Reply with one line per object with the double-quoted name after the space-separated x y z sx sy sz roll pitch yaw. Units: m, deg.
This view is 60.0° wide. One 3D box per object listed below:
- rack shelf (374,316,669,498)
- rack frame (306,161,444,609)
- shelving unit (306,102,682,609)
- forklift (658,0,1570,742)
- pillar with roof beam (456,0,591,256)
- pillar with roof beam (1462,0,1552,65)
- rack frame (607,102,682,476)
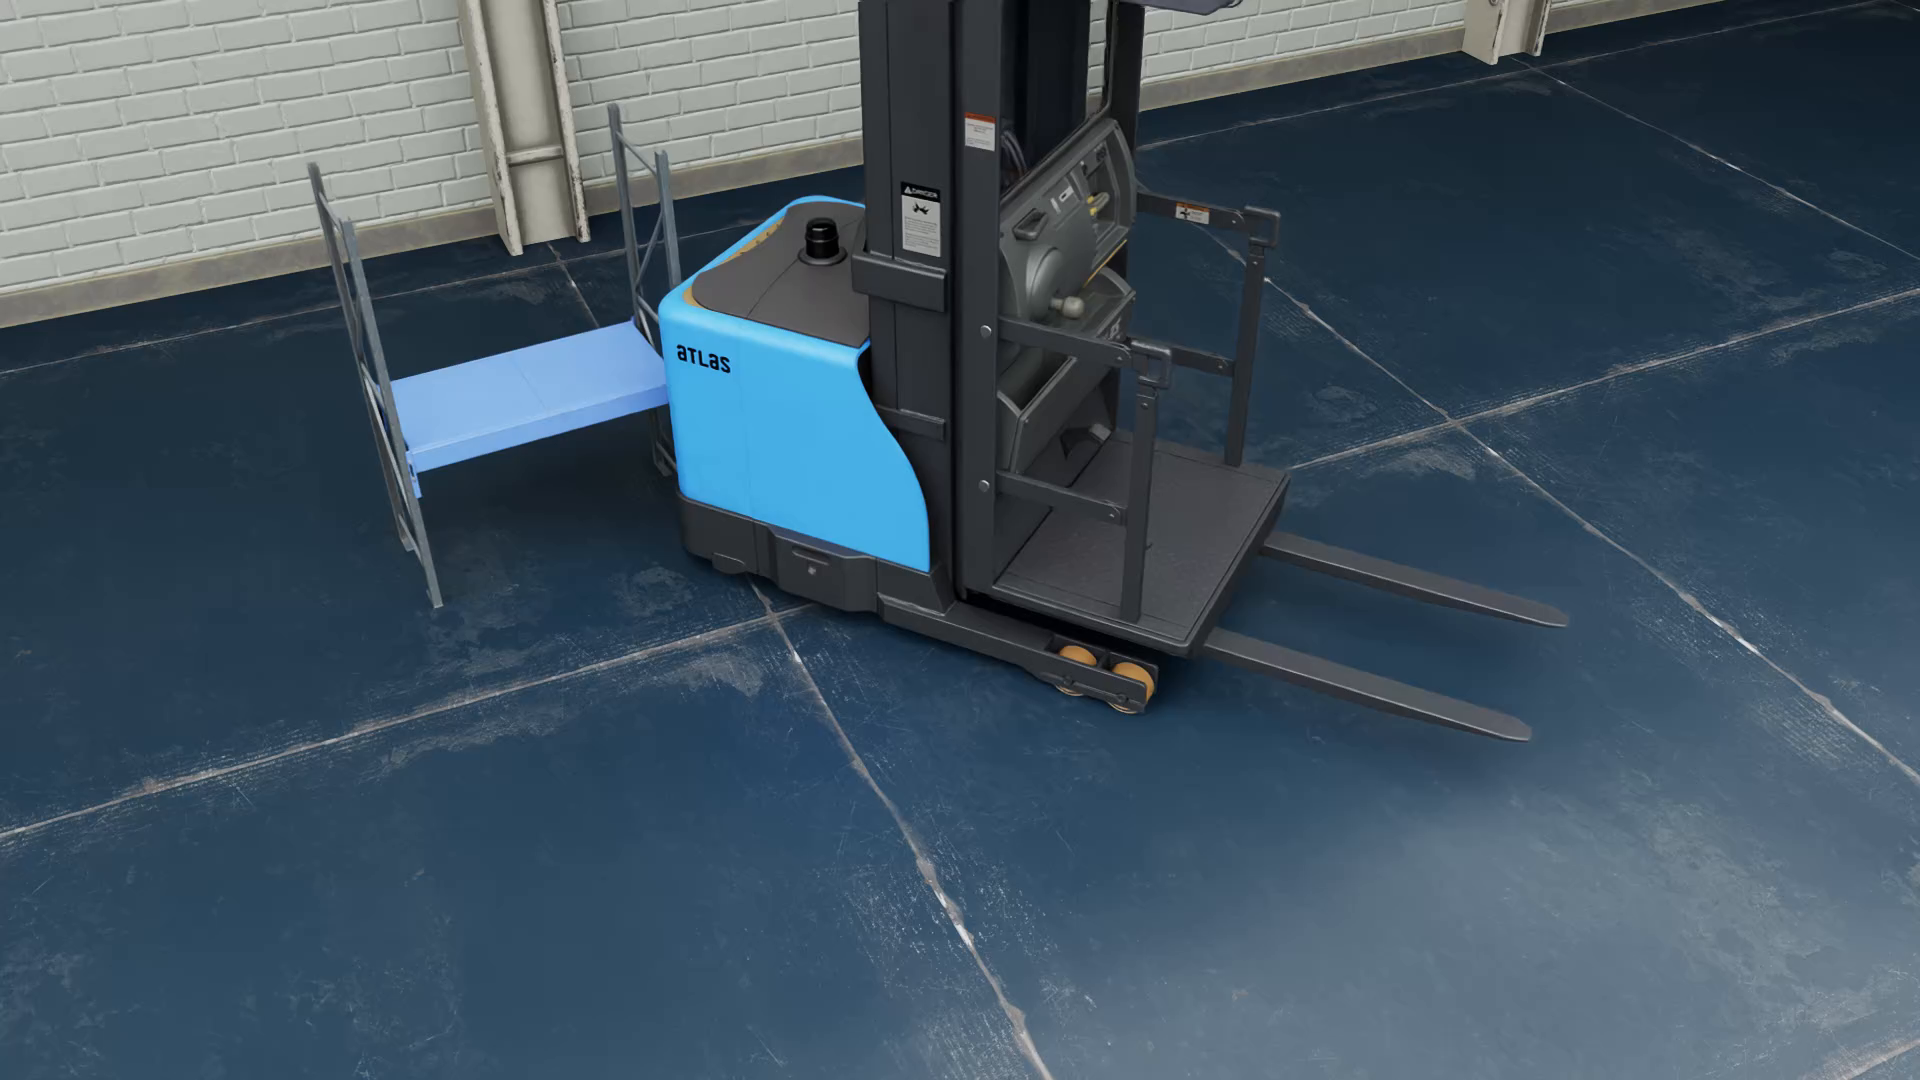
-1.535 -0.495 5.960 1.000 0.185 0.538 -19 40 -23 "rack shelf"
-1.978 -0.490 5.652 0.032 1.500 0.500 -19 40 -23 "rack frame"
-1.535 -0.639 5.853 1.048 1.500 0.538 -19 40 -23 "shelving unit"
0.526 -0.969 5.096 3.031 2.935 1.130 17 40 21 "forklift"
-0.245 -2.813 2.488 0.400 9.000 9.100 -16 39 -20 "pillar with roof beam"
5.186 -4.331 4.536 0.400 9.000 9.100 -16 39 -20 "pillar with roof beam"
-1.092 -0.788 6.053 0.032 1.500 0.500 -19 40 -23 "rack frame"
